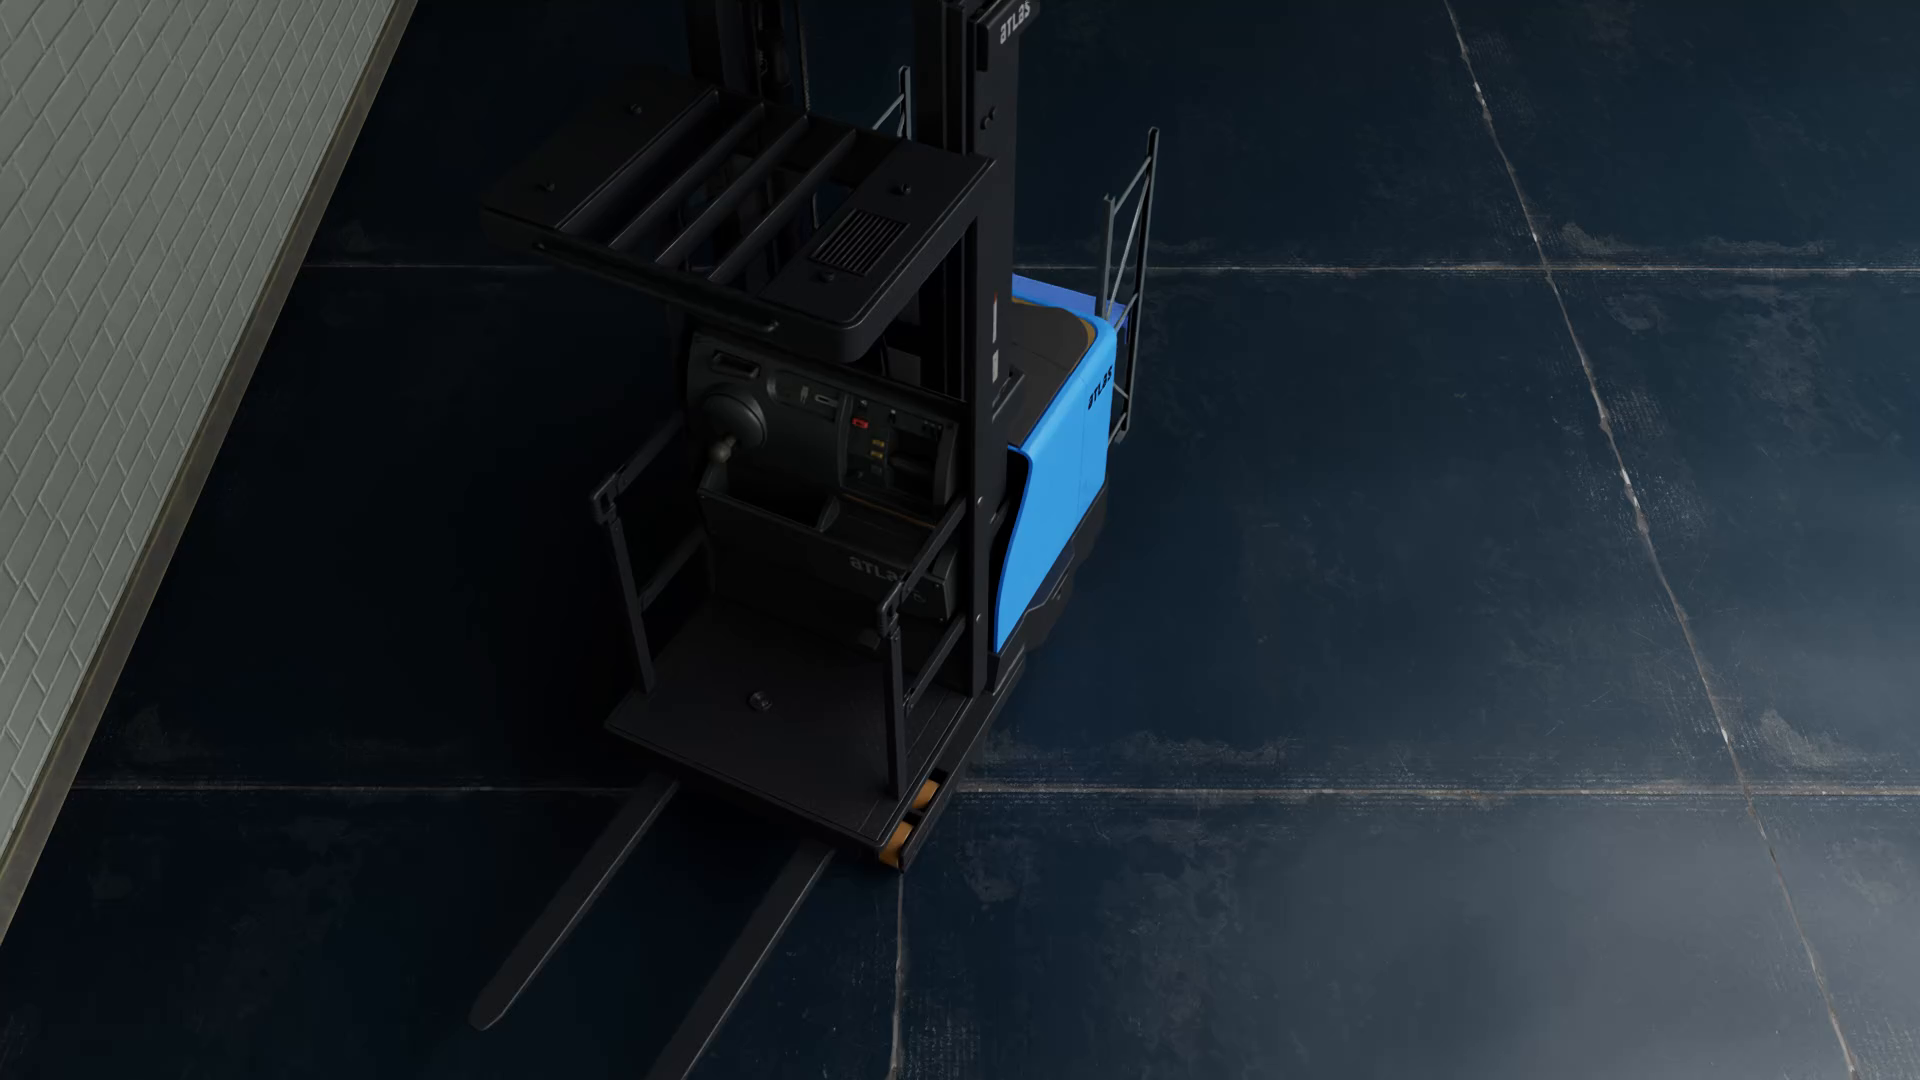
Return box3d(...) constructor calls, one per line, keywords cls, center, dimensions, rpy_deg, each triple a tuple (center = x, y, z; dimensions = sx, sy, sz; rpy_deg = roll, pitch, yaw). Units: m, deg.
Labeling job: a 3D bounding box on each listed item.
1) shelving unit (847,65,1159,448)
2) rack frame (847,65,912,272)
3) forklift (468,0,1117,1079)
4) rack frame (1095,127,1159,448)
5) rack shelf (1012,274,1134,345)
box3d(cls="shelving unit", center=(0.153, -0.992, 6.649), dimensions=(1.048, 1.500, 0.538), rpy_deg=(18, 50, 16))
box3d(cls="rack frame", center=(-0.309, -1.146, 6.792), dimensions=(0.032, 1.500, 0.500), rpy_deg=(18, 50, 16))
box3d(cls="forklift", center=(-0.527, -0.253, 4.983), dimensions=(1.130, 2.935, 3.031), rpy_deg=(20, 50, 18))
box3d(cls="rack frame", center=(0.616, -0.839, 6.506), dimensions=(0.032, 1.500, 0.500), rpy_deg=(18, 50, 16))
box3d(cls="rack shelf", center=(0.153, -0.870, 6.780), dimensions=(1.000, 0.185, 0.538), rpy_deg=(18, 50, 16))
